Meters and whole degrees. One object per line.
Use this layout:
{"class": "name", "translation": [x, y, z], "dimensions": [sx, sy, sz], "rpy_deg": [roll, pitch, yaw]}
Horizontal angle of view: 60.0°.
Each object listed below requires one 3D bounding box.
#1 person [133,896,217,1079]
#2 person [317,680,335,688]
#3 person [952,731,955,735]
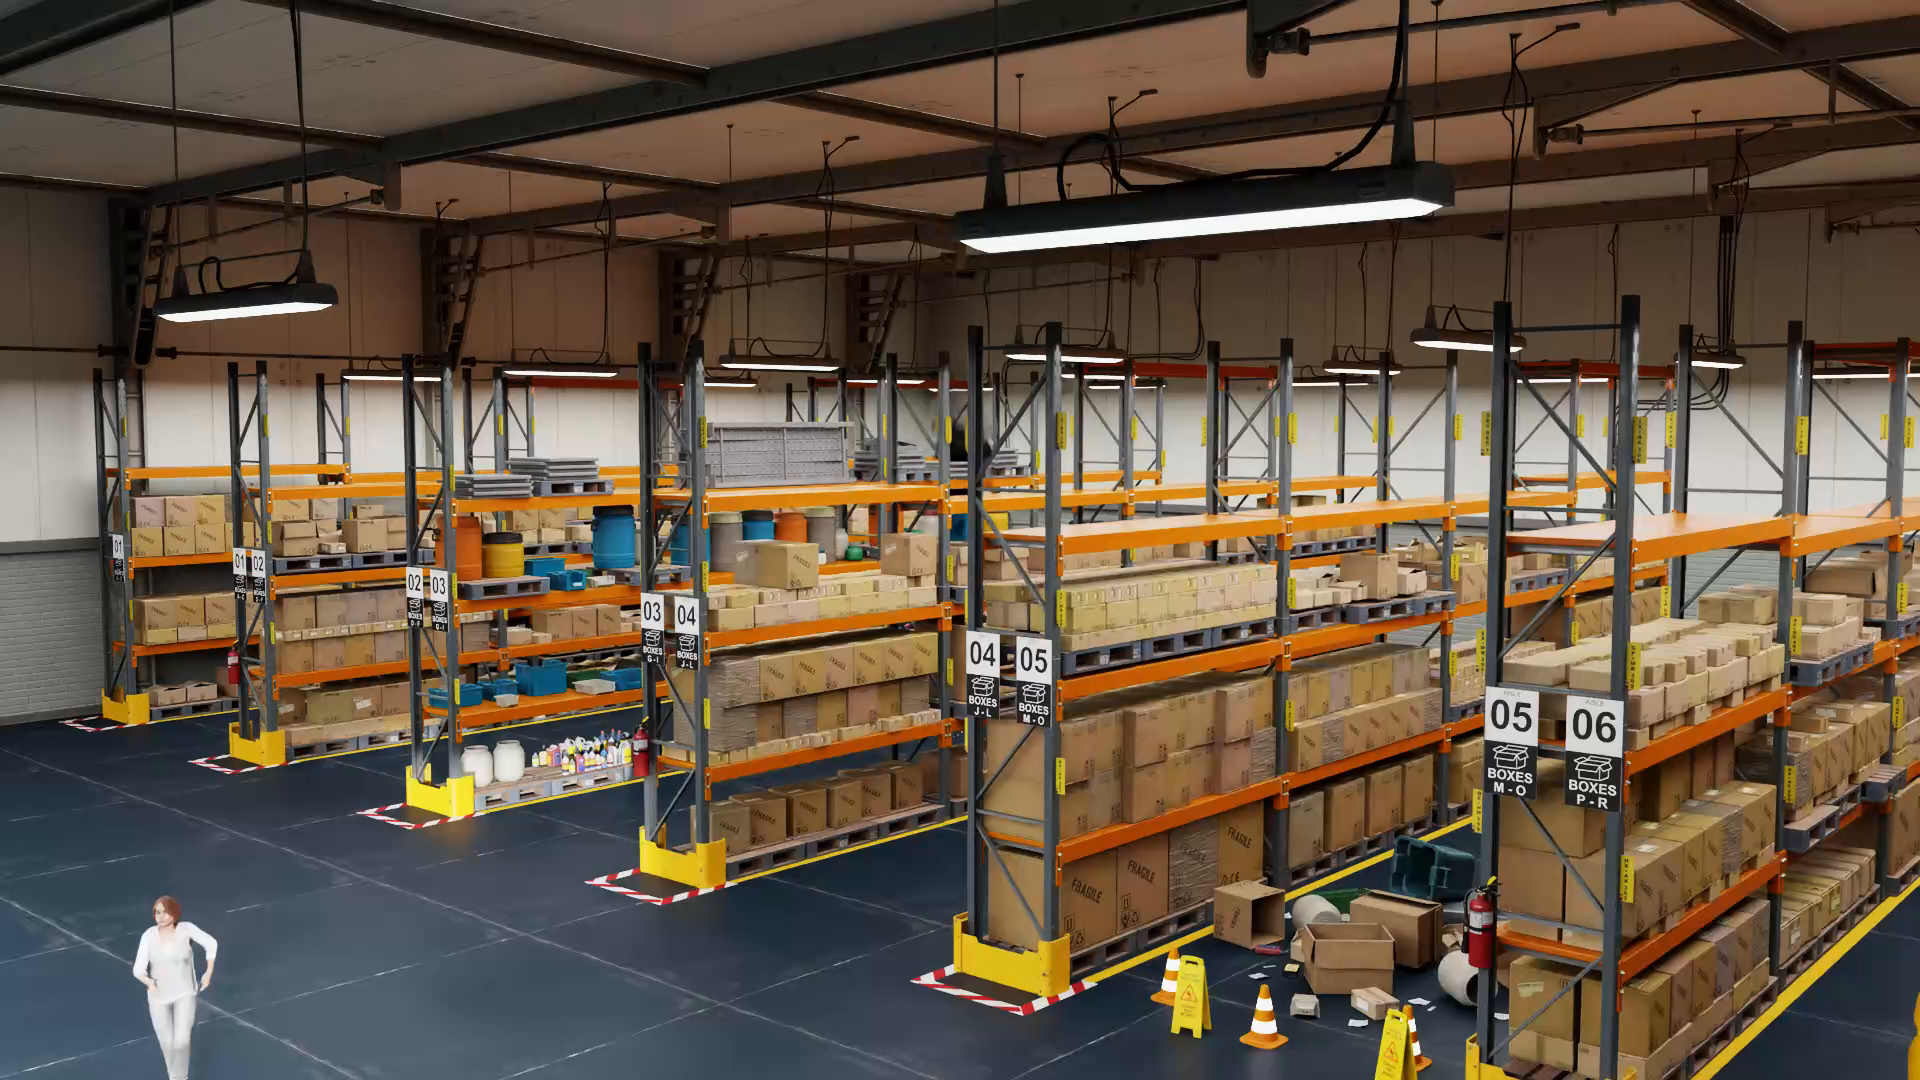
{"class": "person", "translation": [-5.912, 3.462, 12.516], "dimensions": [0.548, 1.585, 0.661], "rpy_deg": [-1, 4, -14]}
{"class": "person", "translation": [-10.562, 2.285, 27.724], "dimensions": [0.579, 1.657, 0.923], "rpy_deg": [2, 5, 30]}
{"class": "person", "translation": [0.012, 2.139, 25.962], "dimensions": [0.576, 1.799, 0.705], "rpy_deg": [2, 5, 29]}
